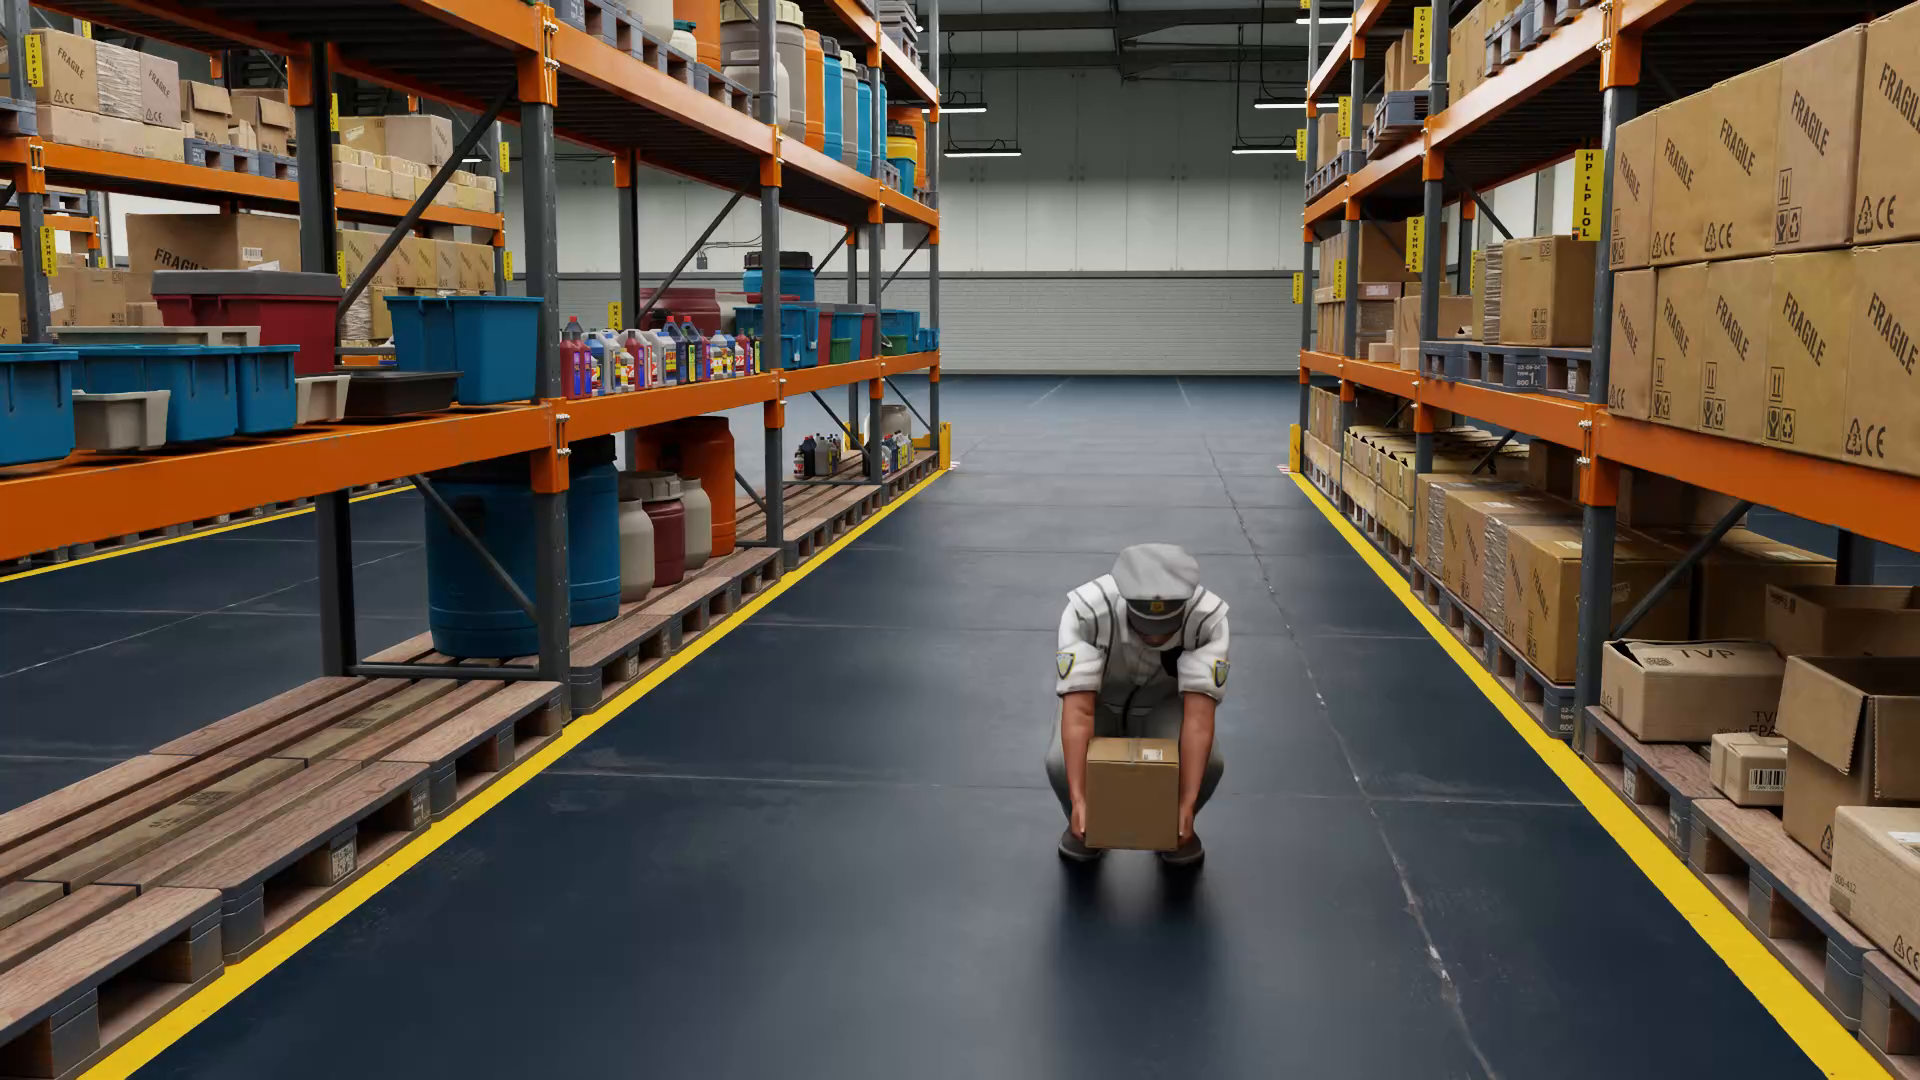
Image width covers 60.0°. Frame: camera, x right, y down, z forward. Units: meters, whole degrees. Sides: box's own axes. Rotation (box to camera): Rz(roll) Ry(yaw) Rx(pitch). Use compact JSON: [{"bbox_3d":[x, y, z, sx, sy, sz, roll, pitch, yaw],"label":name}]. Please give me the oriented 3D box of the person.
[{"bbox_3d":[0.523,0.483,4.963,0.534,1.021,0.923,1,8,5],"label":"person"}]
